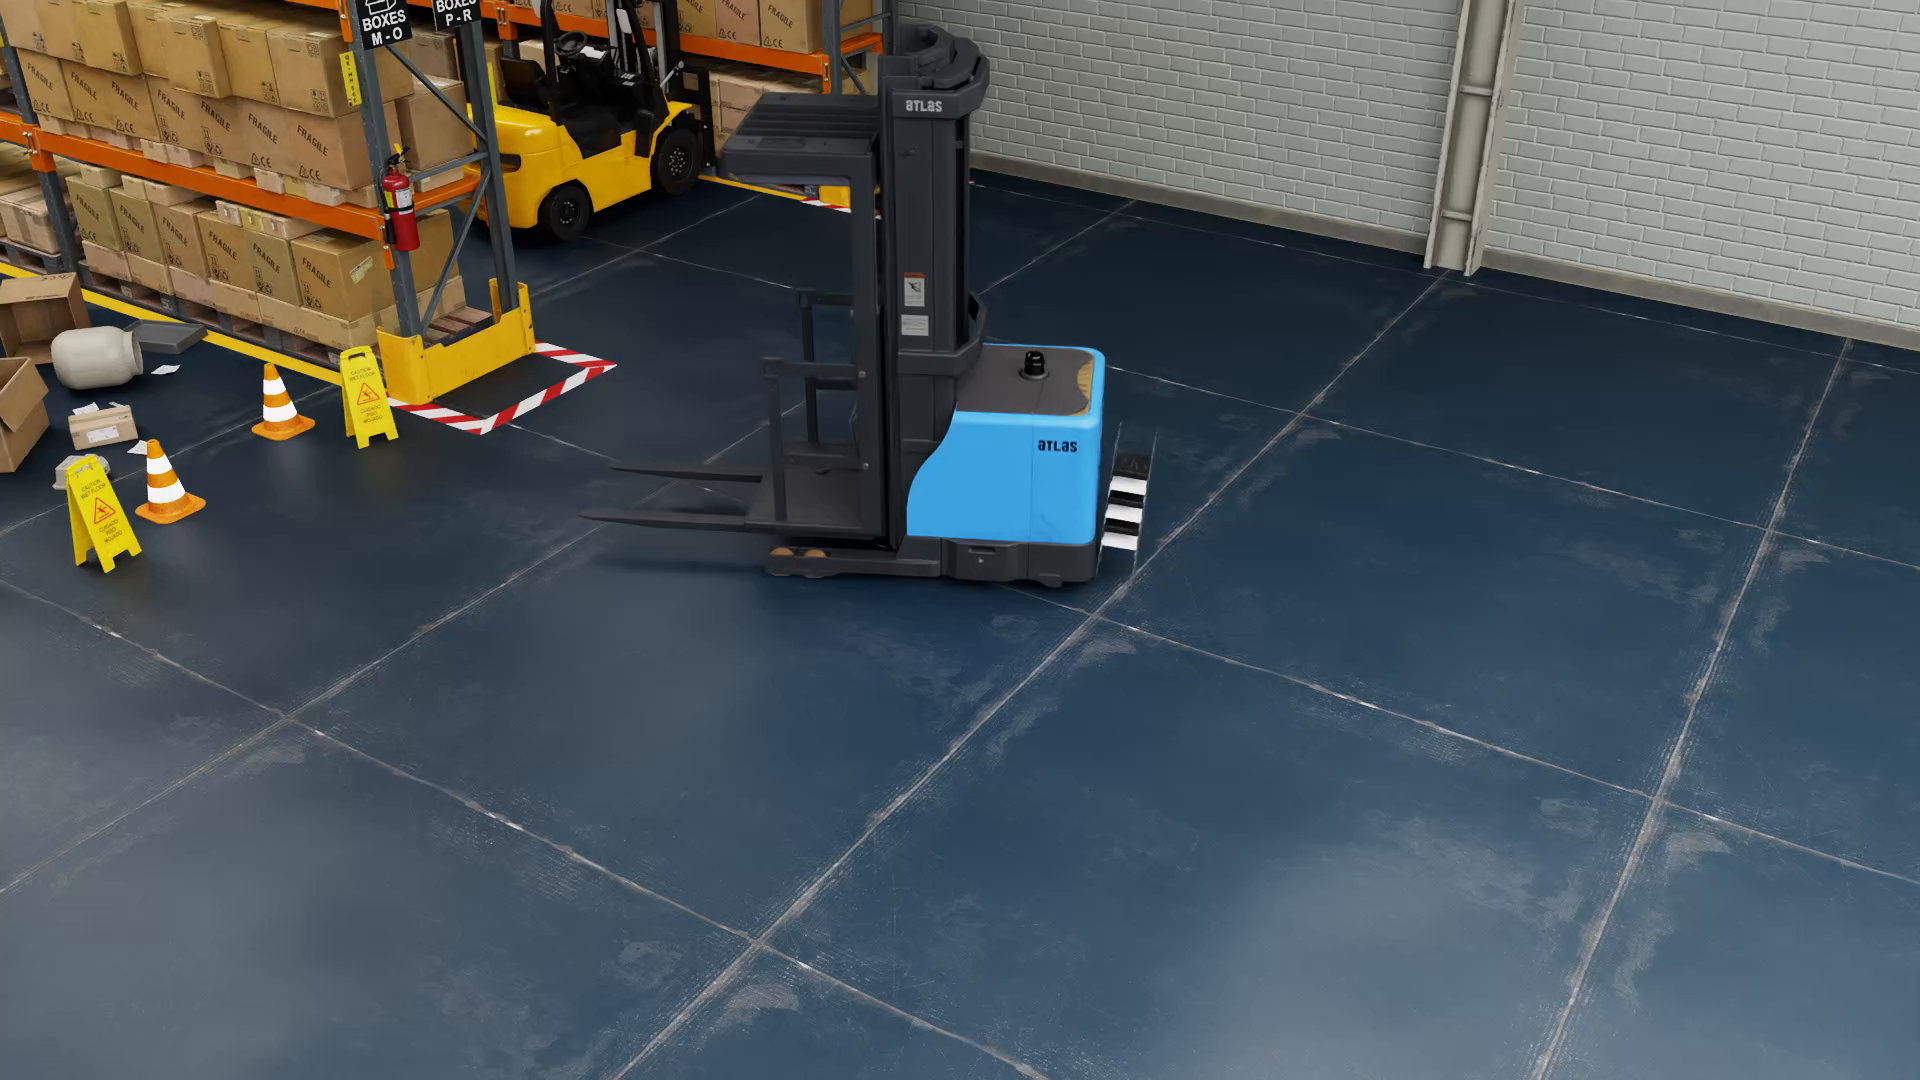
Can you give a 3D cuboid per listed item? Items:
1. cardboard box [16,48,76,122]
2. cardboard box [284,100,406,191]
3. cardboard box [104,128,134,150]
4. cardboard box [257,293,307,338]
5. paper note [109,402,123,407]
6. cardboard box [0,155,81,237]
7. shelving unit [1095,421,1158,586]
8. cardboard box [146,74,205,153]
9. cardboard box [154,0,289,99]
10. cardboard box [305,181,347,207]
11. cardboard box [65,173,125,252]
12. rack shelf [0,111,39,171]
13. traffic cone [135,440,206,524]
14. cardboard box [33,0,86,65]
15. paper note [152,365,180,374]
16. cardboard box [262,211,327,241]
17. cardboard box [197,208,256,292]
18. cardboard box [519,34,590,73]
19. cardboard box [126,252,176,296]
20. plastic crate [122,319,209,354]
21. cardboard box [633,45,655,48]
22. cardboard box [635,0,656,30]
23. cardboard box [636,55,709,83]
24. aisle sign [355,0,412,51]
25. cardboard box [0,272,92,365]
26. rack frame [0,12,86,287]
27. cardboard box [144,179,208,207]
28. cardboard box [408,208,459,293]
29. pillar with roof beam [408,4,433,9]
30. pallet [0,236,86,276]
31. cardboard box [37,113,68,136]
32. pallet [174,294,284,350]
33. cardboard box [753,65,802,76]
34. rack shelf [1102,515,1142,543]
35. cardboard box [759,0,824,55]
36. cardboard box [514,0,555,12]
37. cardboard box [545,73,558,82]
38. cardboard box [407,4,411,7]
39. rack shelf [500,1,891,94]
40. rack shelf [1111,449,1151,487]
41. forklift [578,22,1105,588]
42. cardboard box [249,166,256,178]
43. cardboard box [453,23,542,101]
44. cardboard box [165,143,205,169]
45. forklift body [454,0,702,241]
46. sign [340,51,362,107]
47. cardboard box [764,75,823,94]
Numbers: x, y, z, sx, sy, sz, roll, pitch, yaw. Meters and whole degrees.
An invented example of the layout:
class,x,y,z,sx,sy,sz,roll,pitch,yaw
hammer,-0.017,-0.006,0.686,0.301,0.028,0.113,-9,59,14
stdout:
class,x,y,z,sx,sy,sz,roll,pitch,yaw
cardboard box,-6.678,-3.497,12.545,0.500,0.500,0.500,17,35,27
cardboard box,-4.120,-2.690,11.162,0.500,0.500,0.500,17,34,26
cardboard box,-6.132,-3.048,12.419,0.250,0.149,0.380,19,35,29
cardboard box,-4.776,-1.728,12.220,0.500,0.250,0.500,18,35,28
paper note,-5.847,-0.938,11.520,0.123,0.001,0.032,18,35,27
cardboard box,-7.958,-2.939,14.175,0.625,0.372,0.950,20,36,30
shelving unit,0.933,-0.198,9.353,0.210,0.900,0.258,10,31,7
cardboard box,-5.383,-3.106,11.874,0.500,0.500,0.500,18,35,28
cardboard box,-4.974,-3.369,11.334,0.500,0.500,0.700,17,34,27
cardboard box,-4.218,-2.411,11.328,0.250,0.149,0.380,17,34,27
cardboard box,-6.546,-2.606,12.981,0.500,0.500,0.500,19,35,30
rack shelf,-8.596,-3.787,14.151,4.000,0.370,1.077,18,35,27
traffic cone,-4.866,-0.395,10.140,0.334,0.463,0.336,18,35,27
cardboard box,-6.224,-3.809,12.088,0.500,0.500,0.700,18,35,28
paper note,-5.736,-1.236,12.010,0.148,0.019,0.142,6,31,10
cardboard box,-4.678,-2.261,11.746,0.250,0.149,0.380,19,35,29
cardboard box,-5.199,-2.188,12.264,0.500,0.500,0.500,17,34,26
cardboard box,-4.023,-4.844,16.568,0.500,0.250,0.500,17,34,27
cardboard box,-6.088,-2.144,12.933,0.500,0.250,0.500,20,36,30
plastic crate,-6.008,-1.530,12.466,0.583,0.080,0.402,6,31,10
cardboard box,-2.888,-4.787,16.471,0.500,0.250,0.500,18,35,28
cardboard box,-2.735,-5.083,15.559,0.500,0.500,0.500,18,35,28
cardboard box,-2.728,-4.430,15.859,0.500,0.250,0.500,17,34,26
aisle sign,-3.616,-3.473,10.319,0.004,0.787,0.394,18,35,27
cardboard box,-6.718,-1.616,12.193,0.500,0.500,0.500,-9,32,-15
rack frame,-6.902,-3.562,13.052,0.127,3.000,1.000,18,35,27
cardboard box,-5.806,-2.620,12.360,0.250,0.149,0.380,20,36,30
cardboard box,-4.071,-2.148,12.196,0.500,0.500,0.500,16,34,26
pillar with roof beam,-8.360,-7.543,13.921,0.400,9.000,9.100,18,35,27
pallet,-7.562,-2.566,14.111,1.213,0.211,1.003,18,35,27
cardboard box,-6.806,-3.232,12.736,0.250,0.149,0.380,17,34,27
pallet,-5.277,-1.866,12.912,1.213,0.211,1.003,18,35,27
cardboard box,-1.610,-4.378,15.769,0.500,0.250,0.500,18,35,27
rack shelf,0.923,-0.093,9.417,0.200,0.077,0.258,10,31,7
cardboard box,-1.435,-4.673,14.856,0.500,0.500,0.500,17,34,26
cardboard box,-4.029,-5.495,16.265,0.500,0.500,0.500,17,34,26
cardboard box,-4.021,-4.630,16.698,0.500,0.250,0.500,17,34,27
cardboard box,-6.576,-5.564,18.423,0.625,0.625,0.875,19,35,29
rack shelf,-2.572,-4.835,15.948,4.000,0.370,1.077,18,35,27
rack shelf,0.953,-0.400,9.231,0.200,0.077,0.258,10,31,7
forklift,-0.695,-1.304,9.248,3.031,2.935,1.130,3,30,5
cardboard box,-4.800,-2.674,11.778,0.250,0.149,0.380,18,35,28
cardboard box,-4.714,-4.972,17.409,0.625,0.625,0.875,19,35,29
cardboard box,-5.499,-2.830,12.046,0.250,0.149,0.380,17,34,27
forklift body,-3.454,-3.973,14.598,1.214,2.155,2.313,18,35,27
sign,-3.826,-2.896,10.447,0.005,0.325,0.100,18,35,27
cardboard box,-1.434,-4.026,15.166,0.500,0.250,0.500,19,35,29
